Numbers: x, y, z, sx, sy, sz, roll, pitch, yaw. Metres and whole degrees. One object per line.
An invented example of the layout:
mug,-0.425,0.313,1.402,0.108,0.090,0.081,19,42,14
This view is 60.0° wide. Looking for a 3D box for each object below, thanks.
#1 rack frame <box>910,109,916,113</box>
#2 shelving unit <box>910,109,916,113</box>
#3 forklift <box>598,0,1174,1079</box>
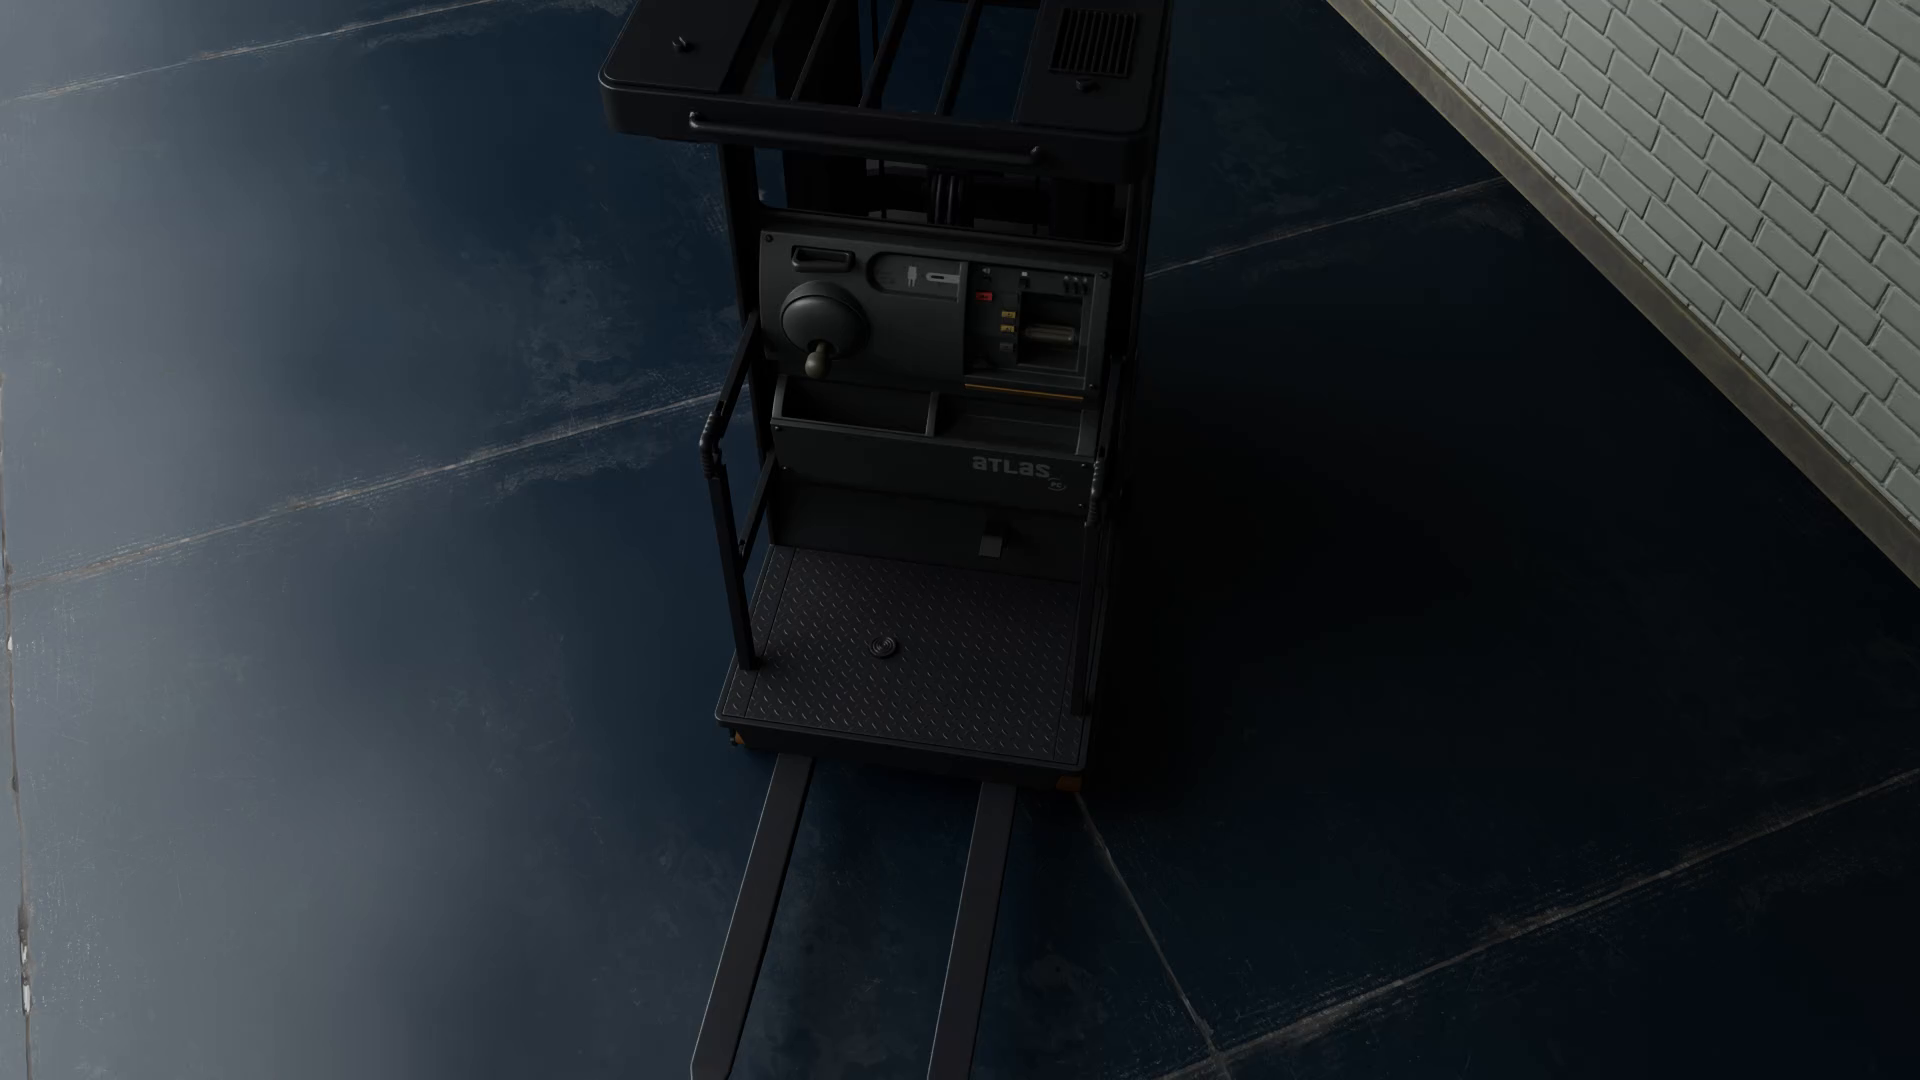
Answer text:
rack frame,-0.064,-1.188,6.177,0.240,0.900,0.006,18,52,15
shelving unit,-0.105,-1.118,6.117,0.258,0.900,0.210,18,52,15
forklift,-0.103,-0.489,4.238,1.130,2.935,3.031,7,50,6
